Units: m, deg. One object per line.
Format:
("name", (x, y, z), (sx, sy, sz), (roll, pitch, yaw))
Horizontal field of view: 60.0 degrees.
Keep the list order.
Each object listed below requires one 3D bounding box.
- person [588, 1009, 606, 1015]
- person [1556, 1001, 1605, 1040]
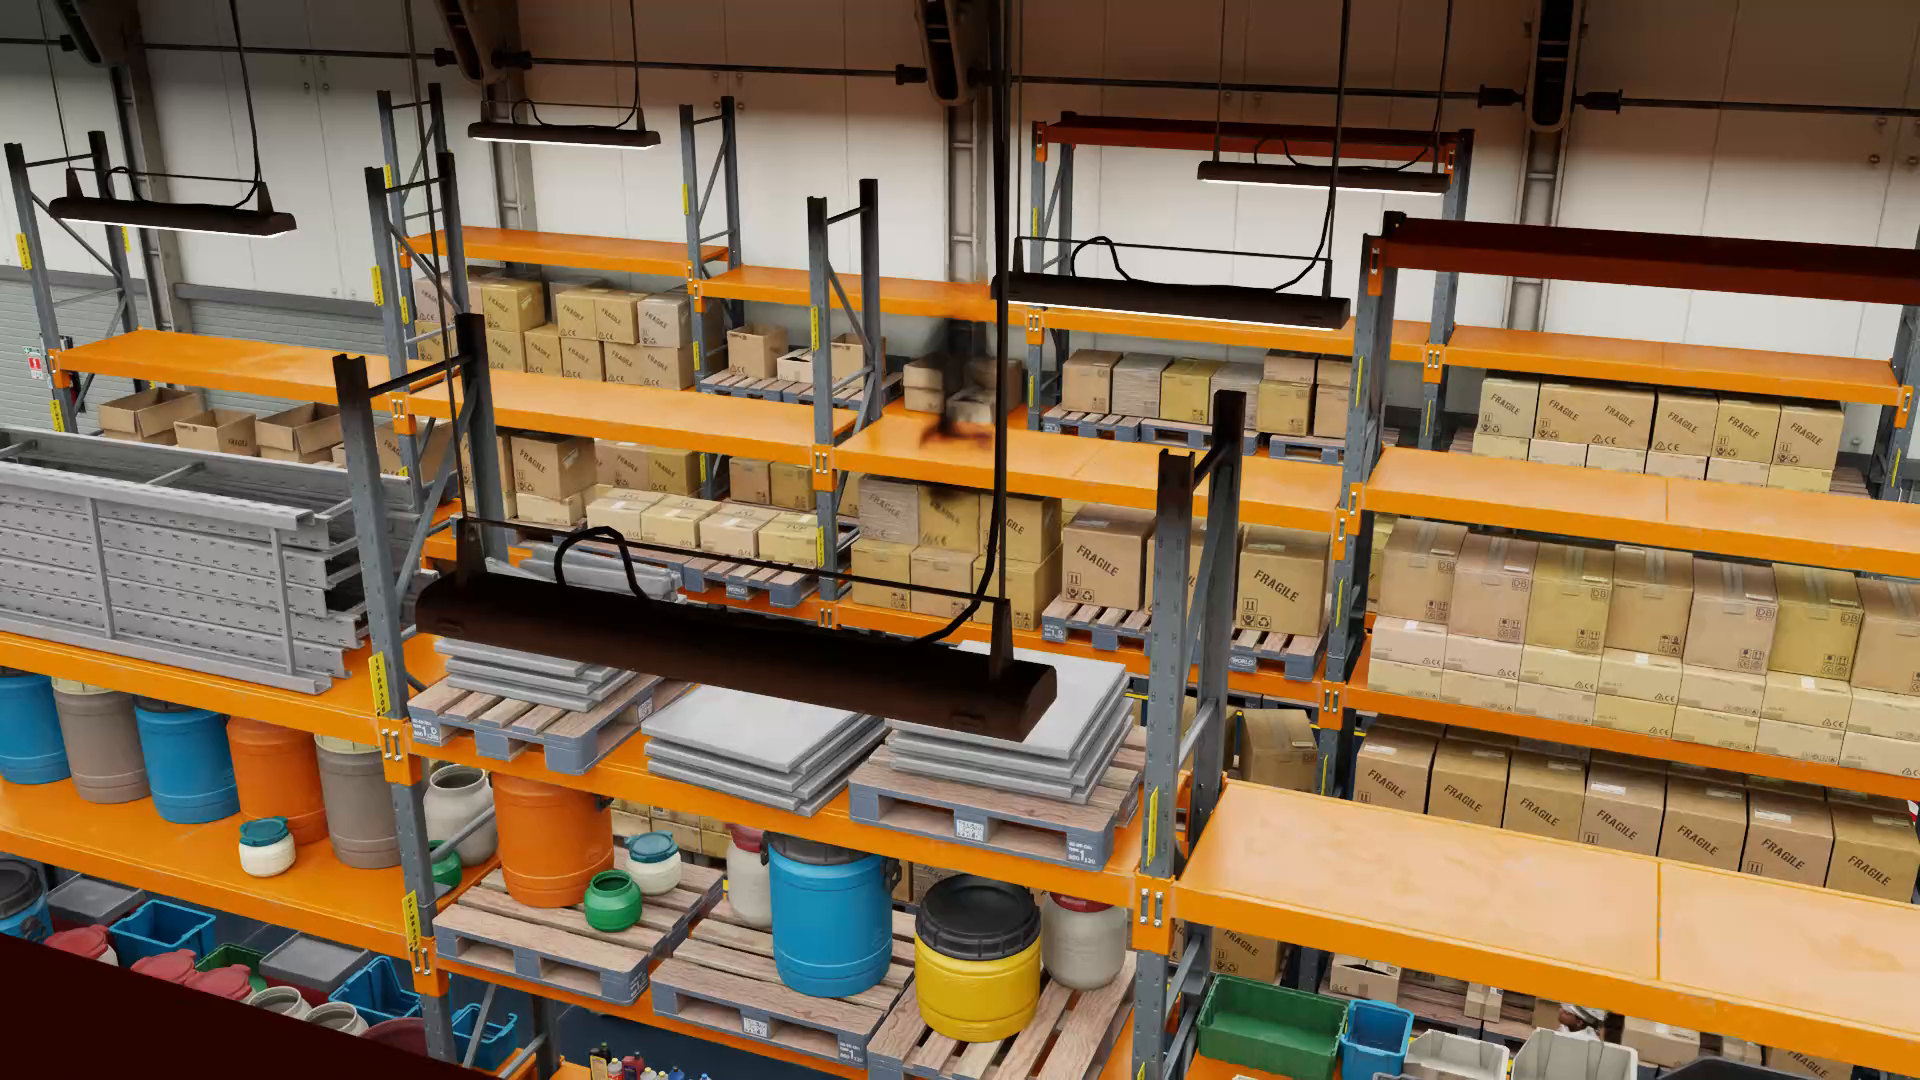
("person", (-2.566, 2.978, 12.489), (0.815, 1.546, 0.539), (3, 21, 7))
("person", (3.923, 3.588, 10.644), (0.589, 1.655, 0.563), (5, 21, 13))
